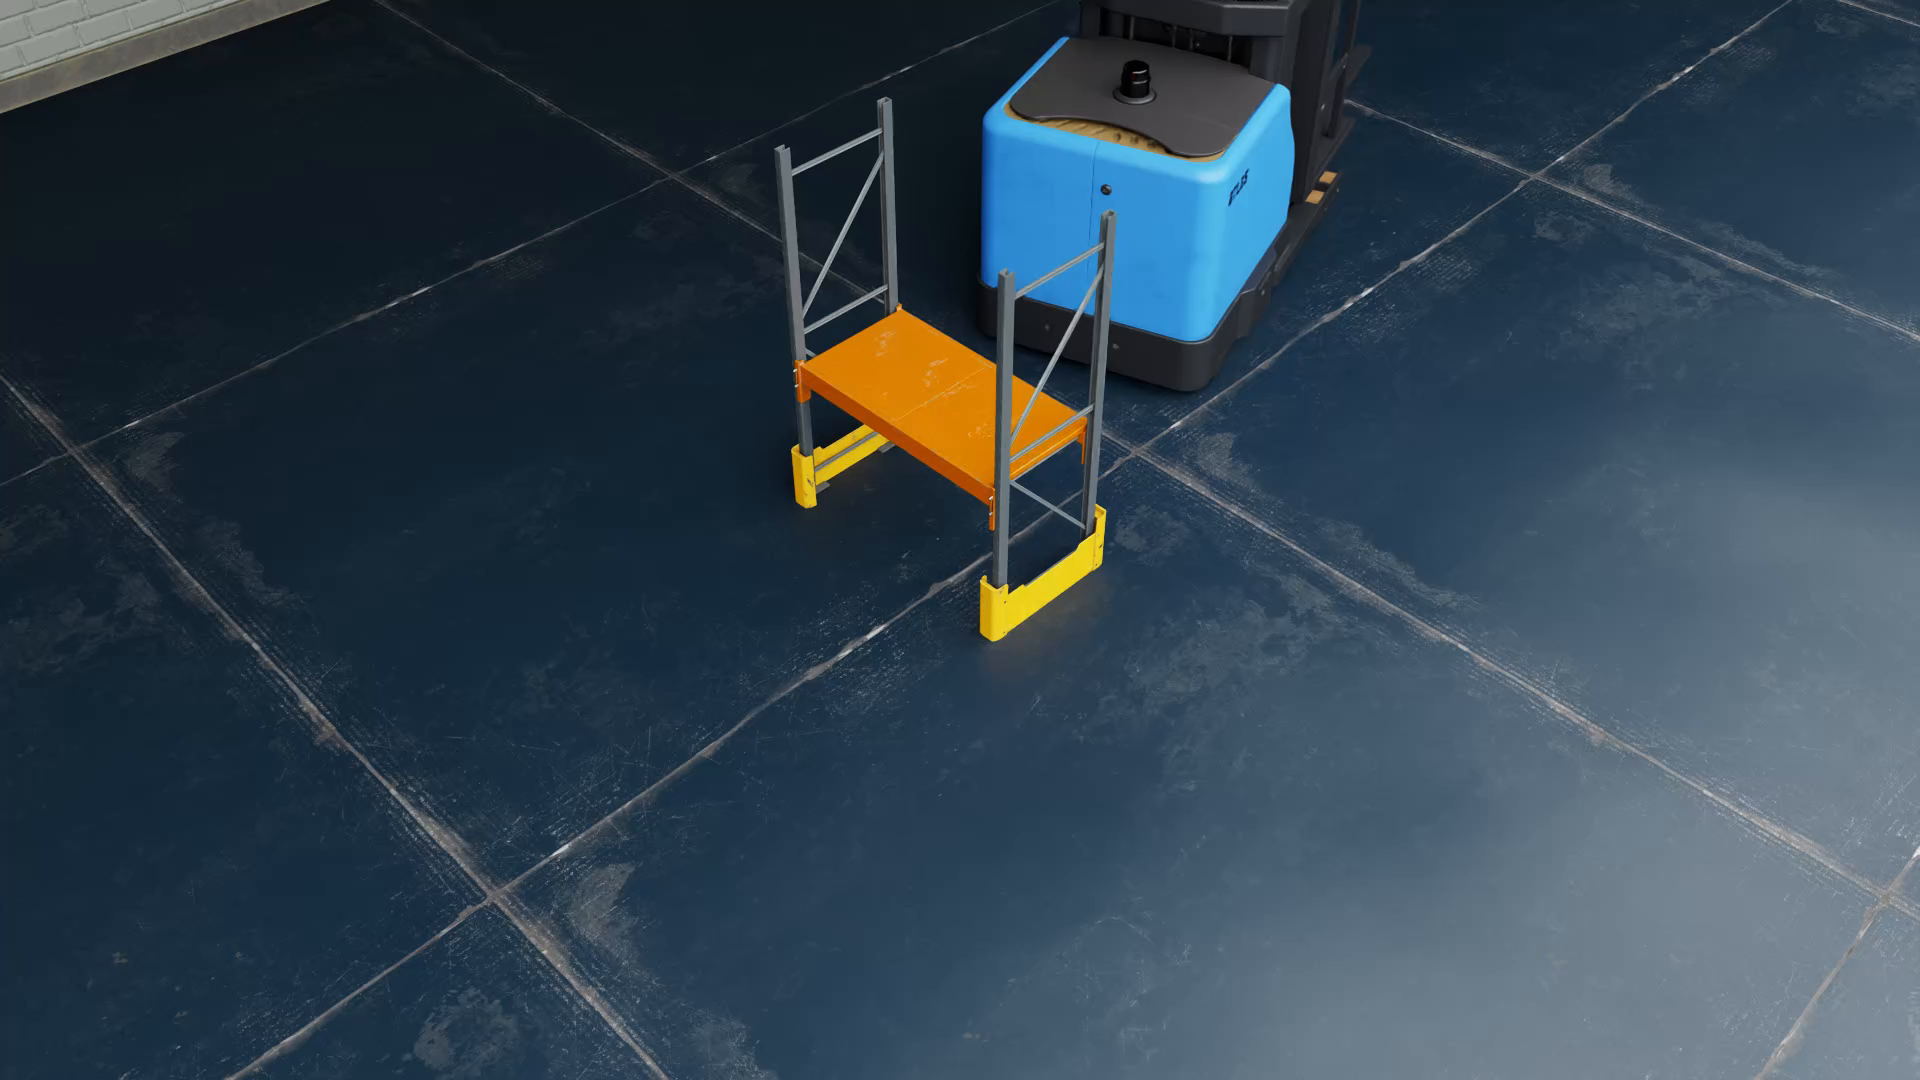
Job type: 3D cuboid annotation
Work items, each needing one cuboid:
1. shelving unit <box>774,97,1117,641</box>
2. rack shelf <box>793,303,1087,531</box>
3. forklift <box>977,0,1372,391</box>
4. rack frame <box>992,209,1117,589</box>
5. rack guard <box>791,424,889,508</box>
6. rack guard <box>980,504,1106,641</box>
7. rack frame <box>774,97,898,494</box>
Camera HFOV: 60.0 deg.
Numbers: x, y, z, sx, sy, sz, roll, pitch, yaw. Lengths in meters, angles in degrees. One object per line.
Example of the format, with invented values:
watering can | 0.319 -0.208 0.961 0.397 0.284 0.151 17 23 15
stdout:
shelving unit | -0.054 -0.587 5.781 0.587 1.500 1.083 -34 53 -31
rack shelf | -0.060 -0.460 5.907 0.538 0.185 1.000 -34 53 -31
forklift | 1.180 -2.685 6.995 1.130 2.935 3.031 19 46 19
rack frame | 0.299 -0.348 5.521 0.500 1.500 0.032 -34 53 -31
rack guard | -0.406 -0.368 6.464 0.587 0.250 0.087 -34 53 -31
rack guard | 0.298 0.111 5.946 0.587 0.250 0.087 -34 53 -31
rack frame | -0.419 -0.836 6.050 0.500 1.500 0.032 -34 53 -31
